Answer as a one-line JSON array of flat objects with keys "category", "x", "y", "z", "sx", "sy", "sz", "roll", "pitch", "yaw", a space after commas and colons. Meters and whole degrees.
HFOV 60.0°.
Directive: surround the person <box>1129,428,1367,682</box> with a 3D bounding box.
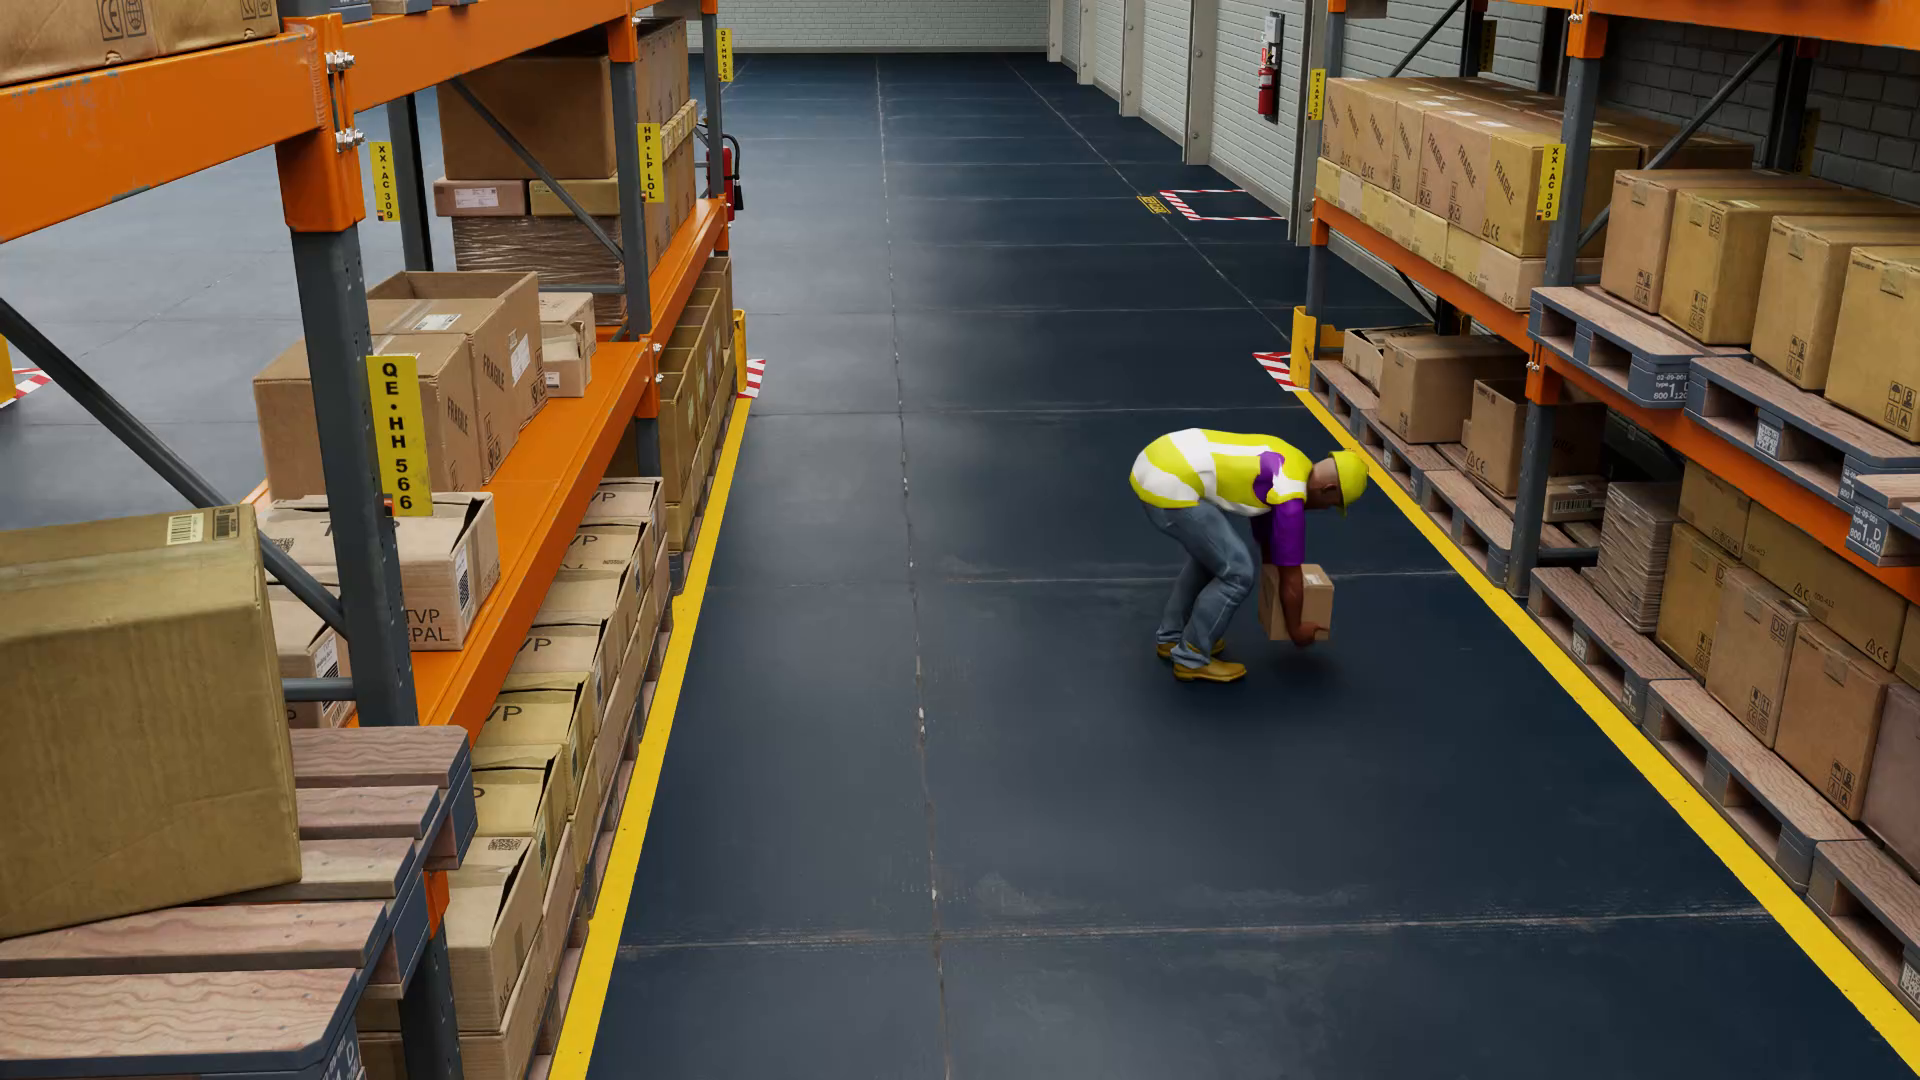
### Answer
[{"category": "person", "x": 1.201, "y": 0.042, "z": 6.967, "sx": 0.972, "sy": 1.043, "sz": 0.486, "roll": -2, "pitch": 20, "yaw": -4}]
